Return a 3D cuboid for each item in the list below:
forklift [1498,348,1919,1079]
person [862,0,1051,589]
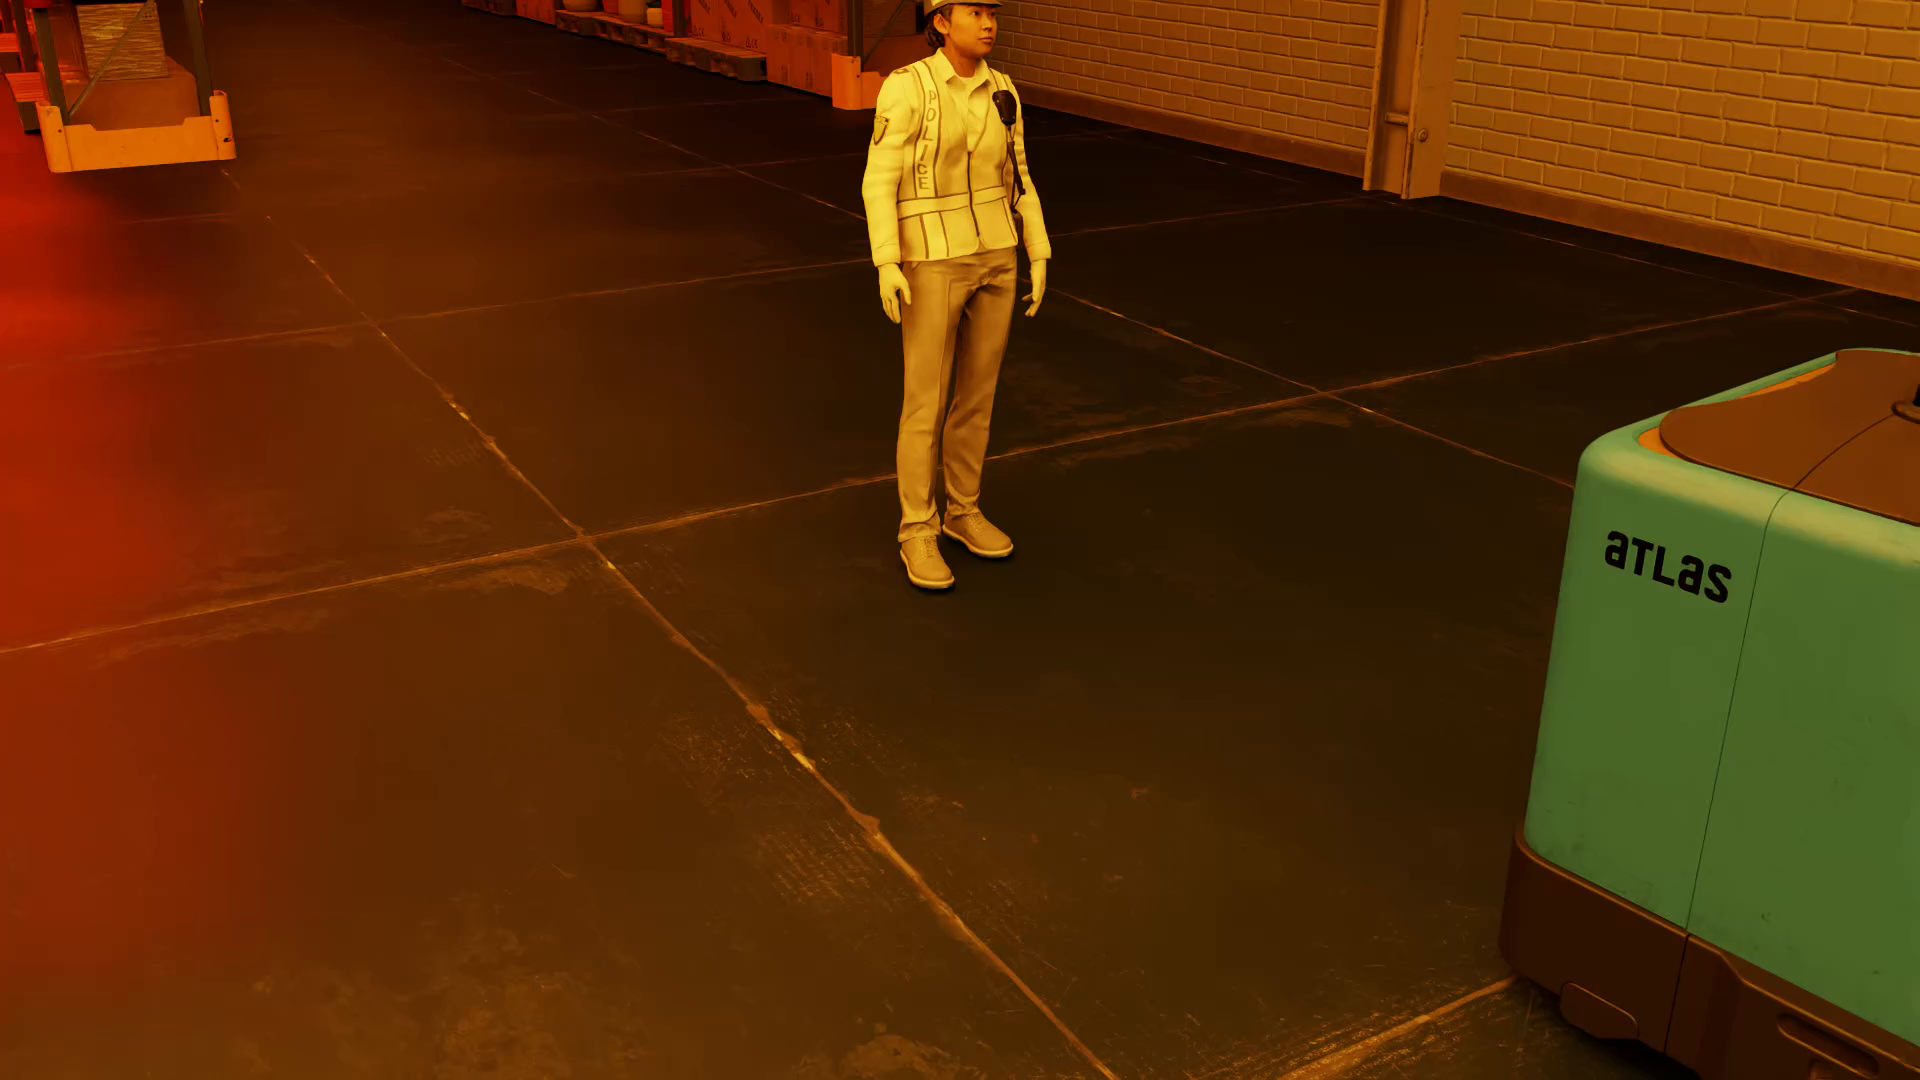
[{"bbox_3d":[2.308,-0.203,1.767,1.130,2.935,3.031,-17,28,-35],"label":"forklift"},{"bbox_3d":[0.028,-0.767,4.751,0.586,1.694,0.530,-12,25,-28],"label":"person"}]
